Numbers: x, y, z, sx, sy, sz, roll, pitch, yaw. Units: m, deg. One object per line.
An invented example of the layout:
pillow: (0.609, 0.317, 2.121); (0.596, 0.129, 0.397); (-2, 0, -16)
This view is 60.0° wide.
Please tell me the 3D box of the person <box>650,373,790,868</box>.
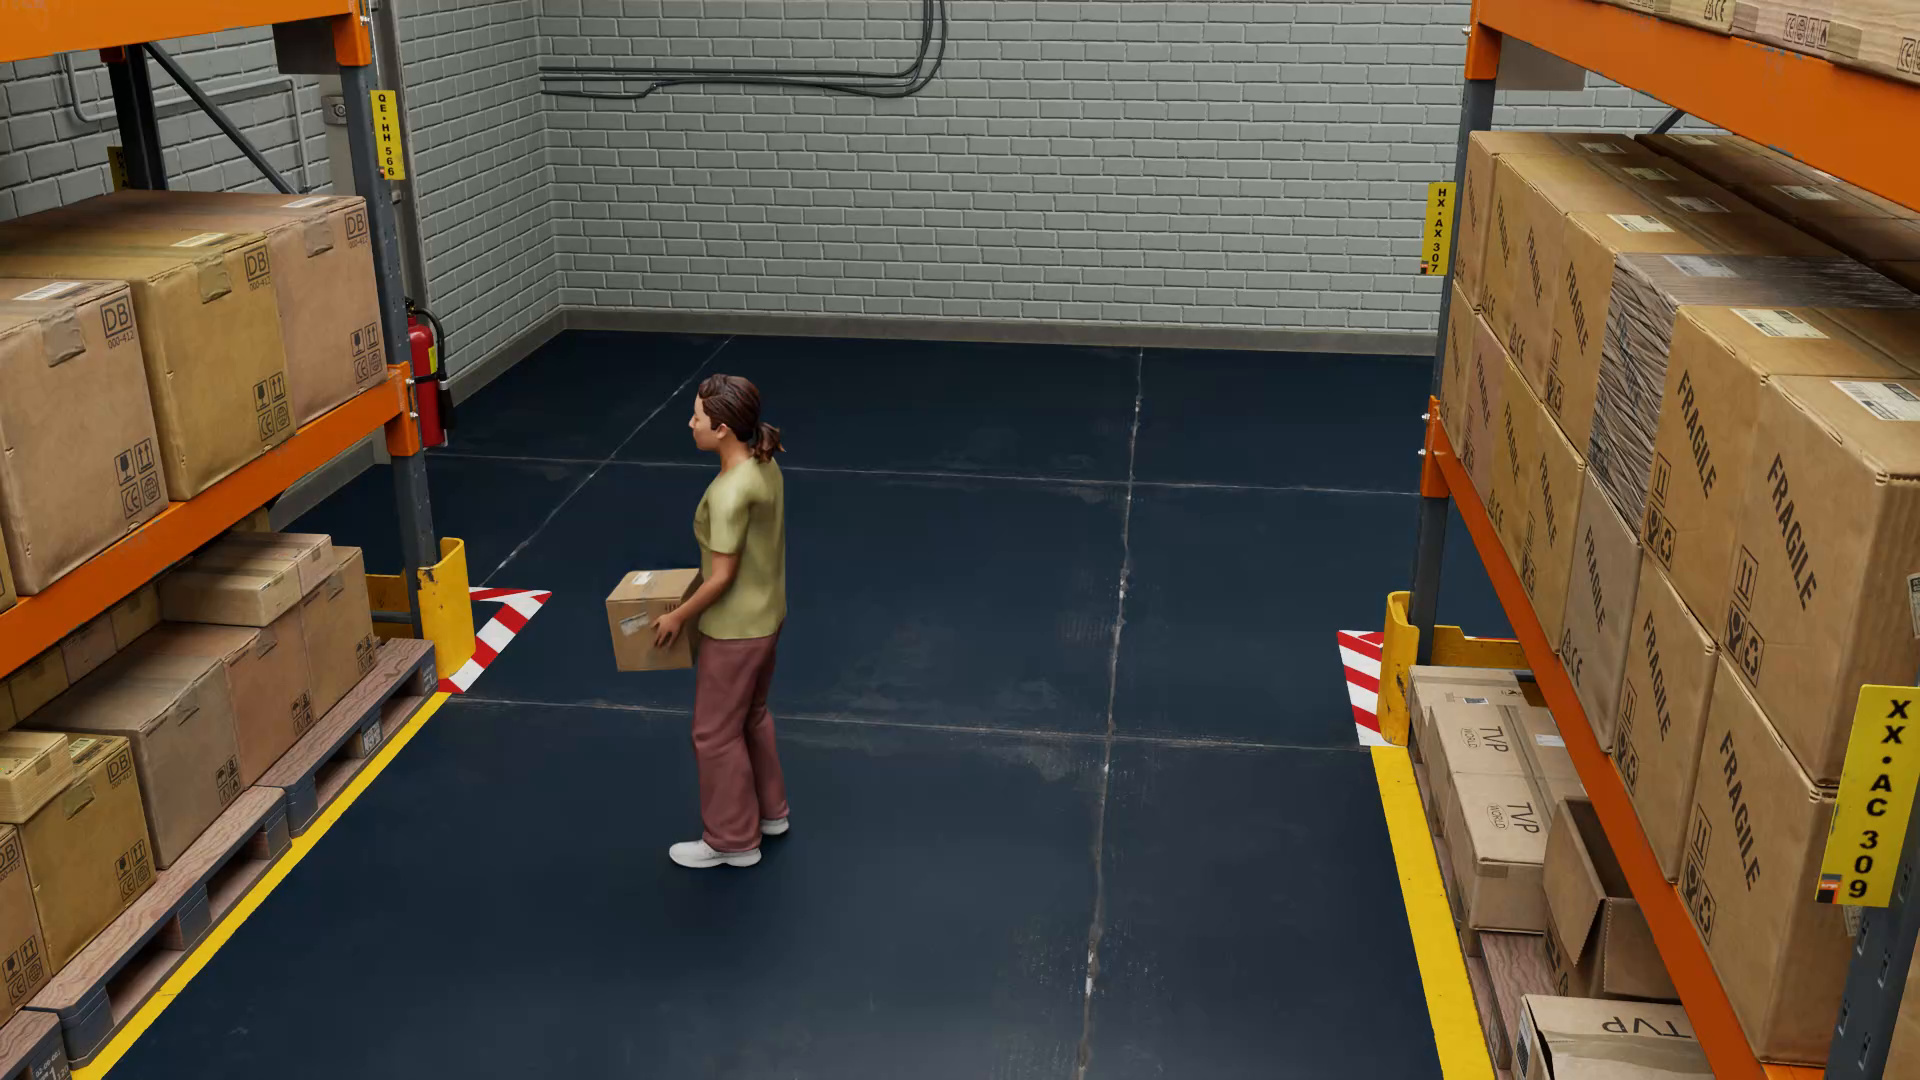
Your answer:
person: (-0.753, 0.276, 5.373); (0.435, 1.675, 0.468); (2, 21, 6)
